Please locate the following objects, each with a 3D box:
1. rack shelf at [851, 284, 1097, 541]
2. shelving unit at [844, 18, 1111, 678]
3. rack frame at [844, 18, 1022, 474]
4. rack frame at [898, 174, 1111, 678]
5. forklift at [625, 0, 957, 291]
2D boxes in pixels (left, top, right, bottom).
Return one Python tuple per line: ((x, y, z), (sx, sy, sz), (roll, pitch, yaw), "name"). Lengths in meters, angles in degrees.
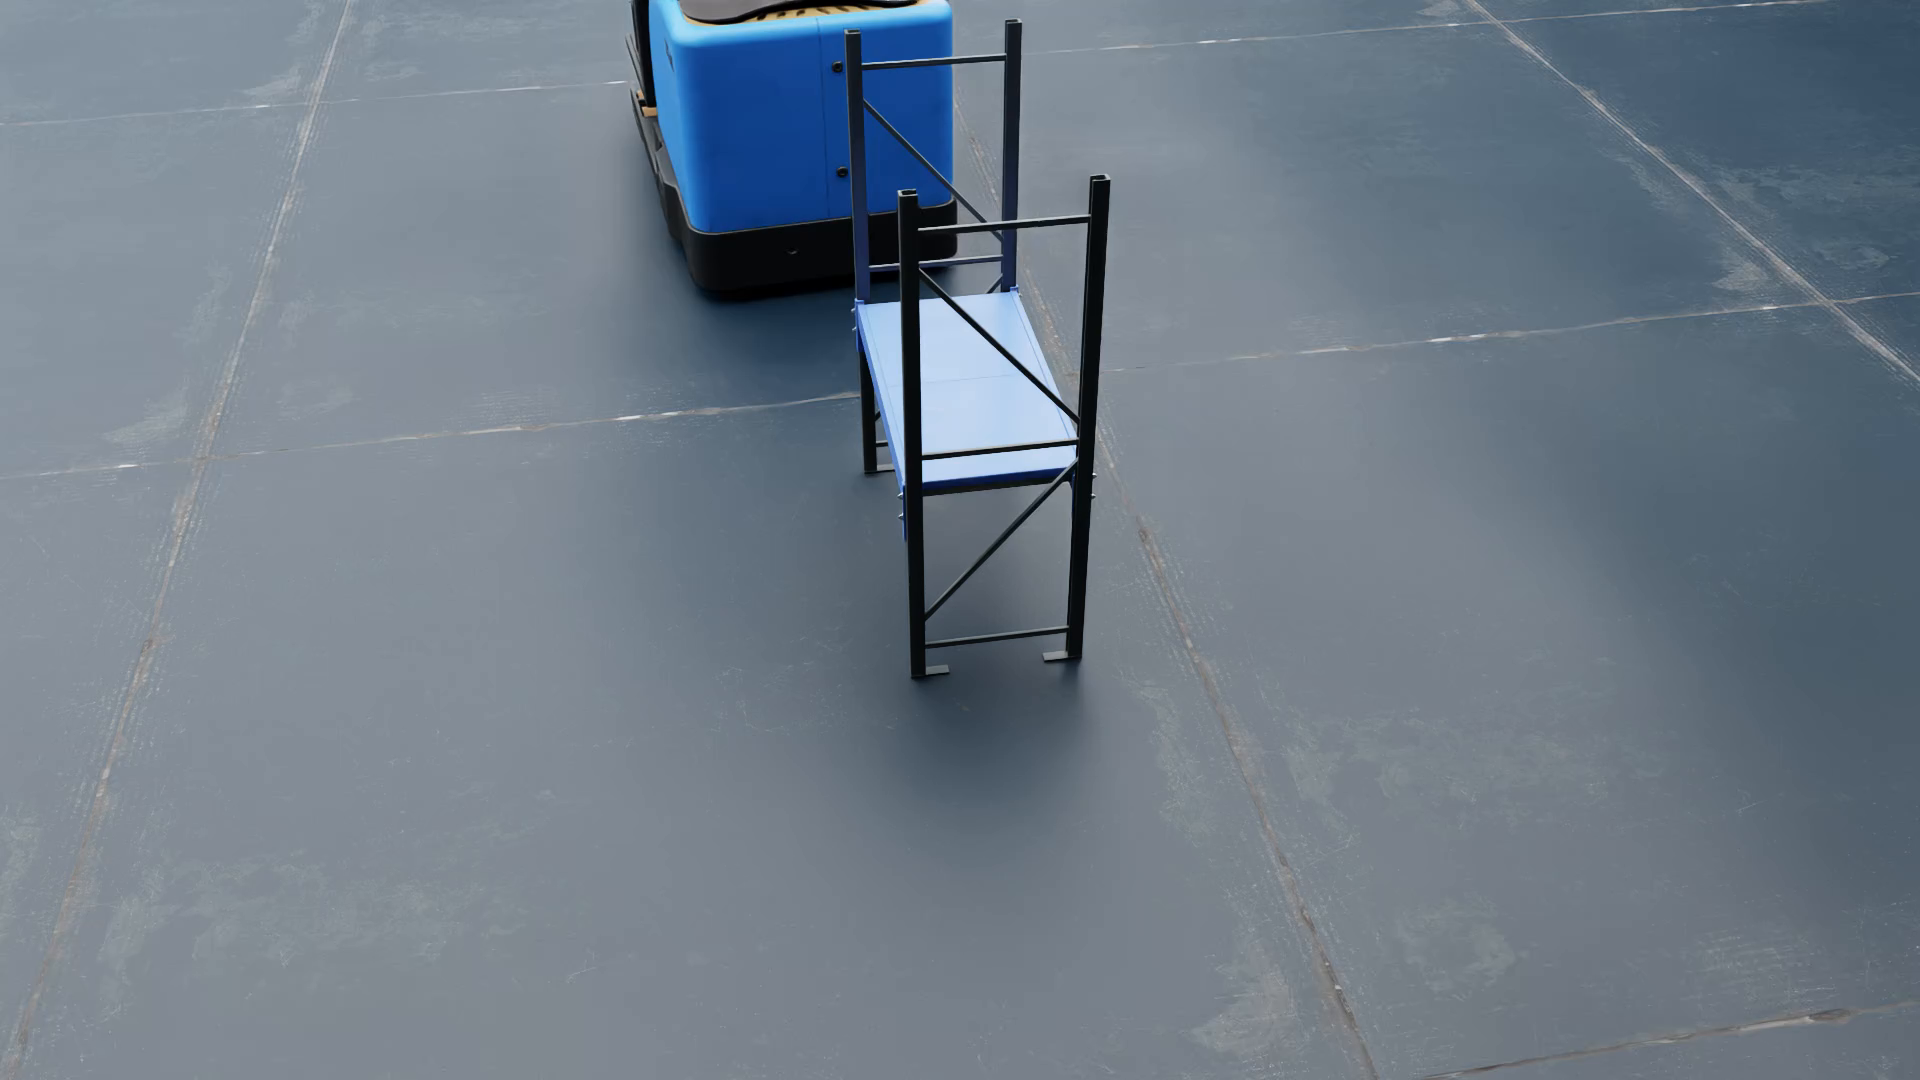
((0.015, -0.399, 4.834), (0.538, 0.185, 1.000), (-6, 38, -8), "rack shelf")
((0.015, -0.541, 4.724), (0.538, 1.500, 1.048), (-6, 38, -8), "shelving unit")
((-0.074, -0.848, 5.119), (0.500, 1.500, 0.032), (-6, 38, -8), "rack frame")
((0.104, -0.234, 4.328), (0.500, 1.500, 0.032), (-6, 38, -8), "rack frame")
((-0.896, -3.019, 6.747), (1.130, 2.935, 3.031), (-10, 39, -12), "forklift")
